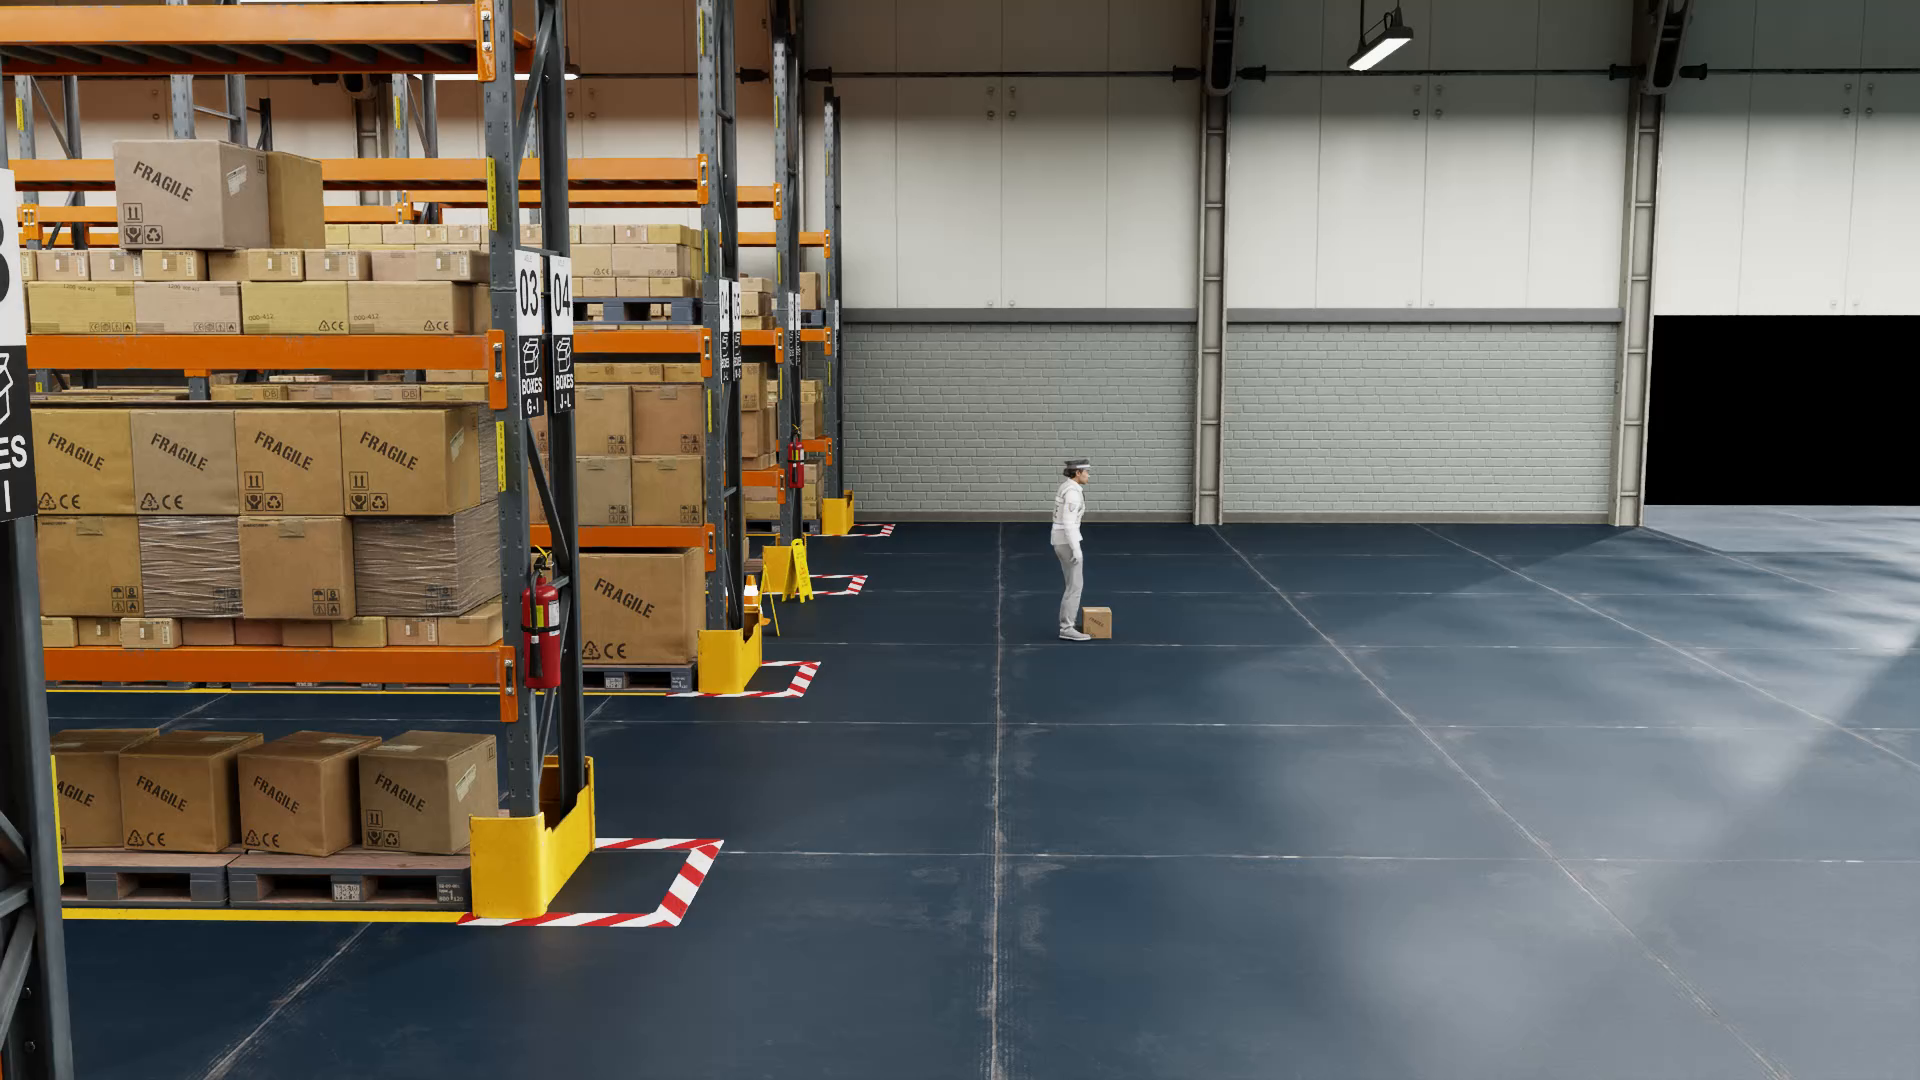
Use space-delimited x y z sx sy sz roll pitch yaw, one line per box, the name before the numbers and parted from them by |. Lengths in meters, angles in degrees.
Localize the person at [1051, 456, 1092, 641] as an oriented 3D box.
person | 1.038 0.065 15.257 0.403 1.663 0.529 0 7 2
